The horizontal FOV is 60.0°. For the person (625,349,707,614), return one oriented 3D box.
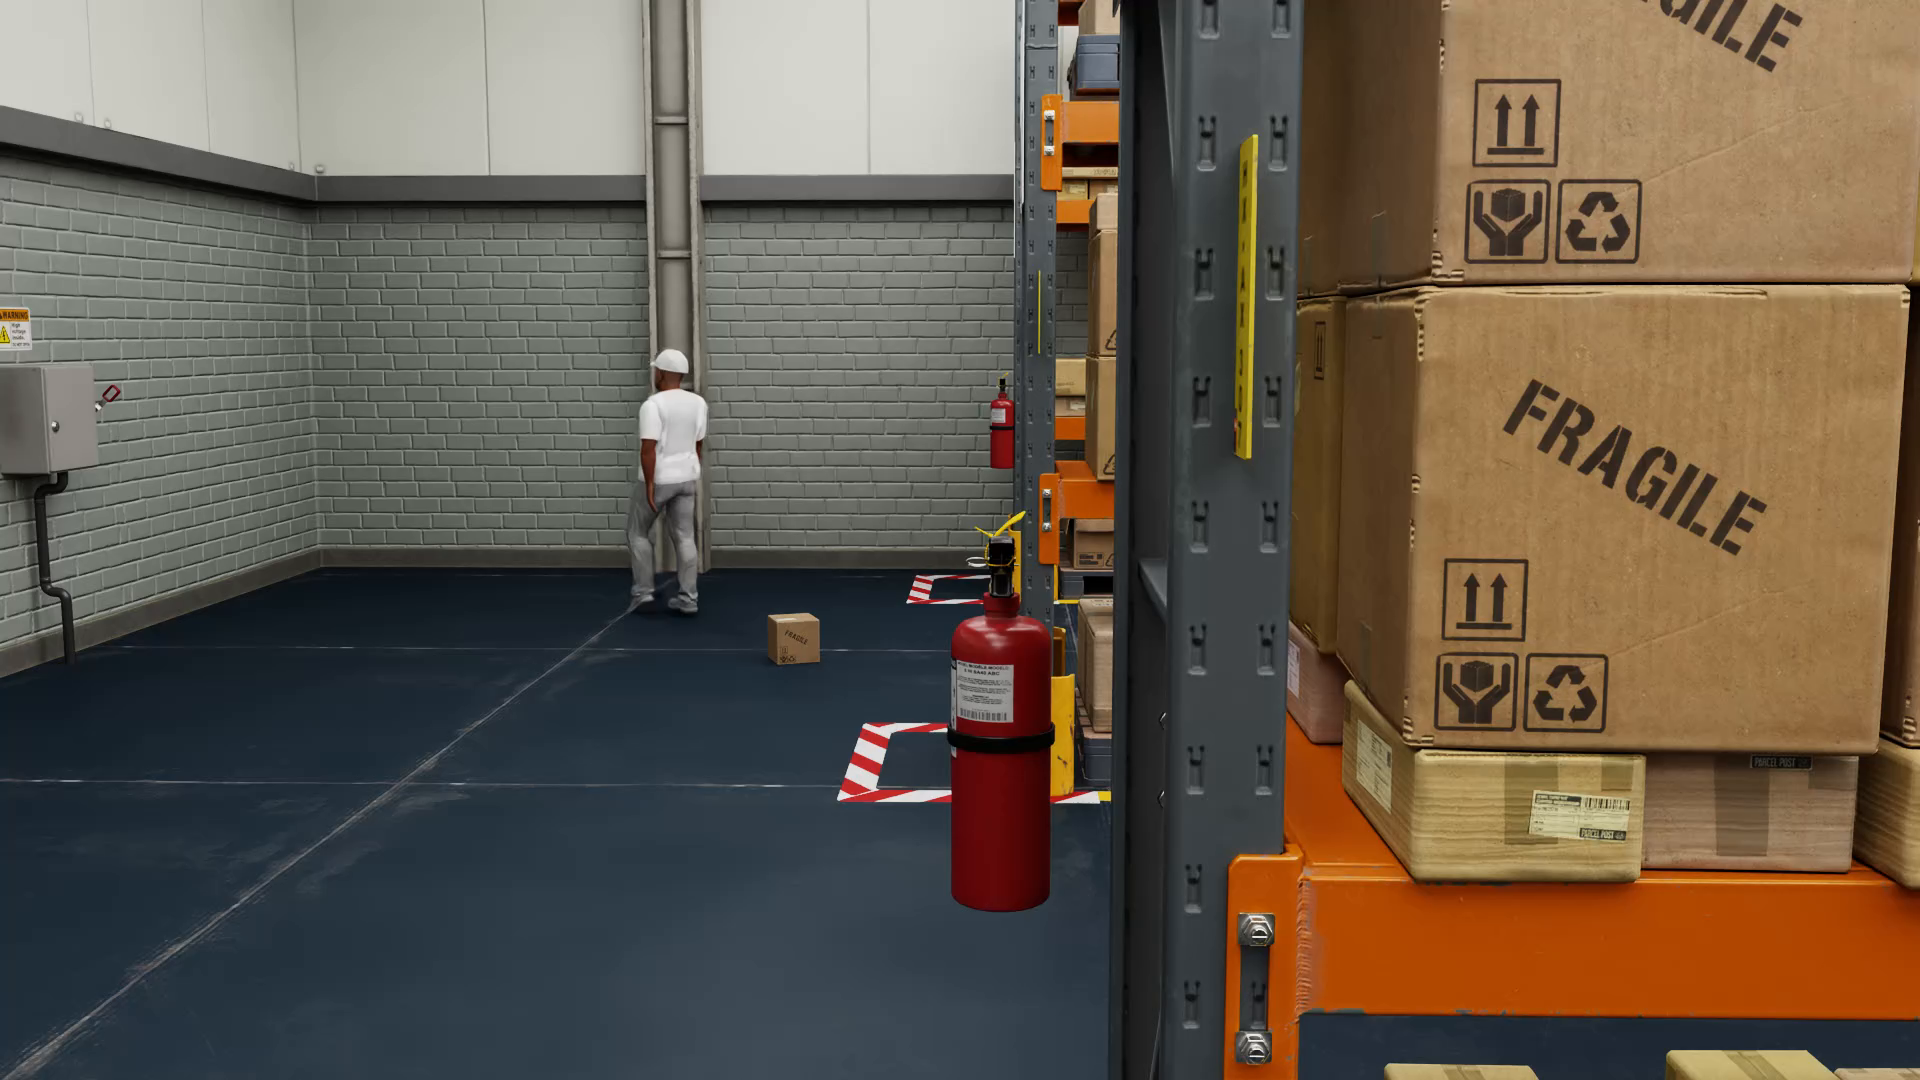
[{"bbox_3d":[-1.978,-0.362,11.169,0.568,1.829,0.580,-7,10,-42],"label":"person"}]
